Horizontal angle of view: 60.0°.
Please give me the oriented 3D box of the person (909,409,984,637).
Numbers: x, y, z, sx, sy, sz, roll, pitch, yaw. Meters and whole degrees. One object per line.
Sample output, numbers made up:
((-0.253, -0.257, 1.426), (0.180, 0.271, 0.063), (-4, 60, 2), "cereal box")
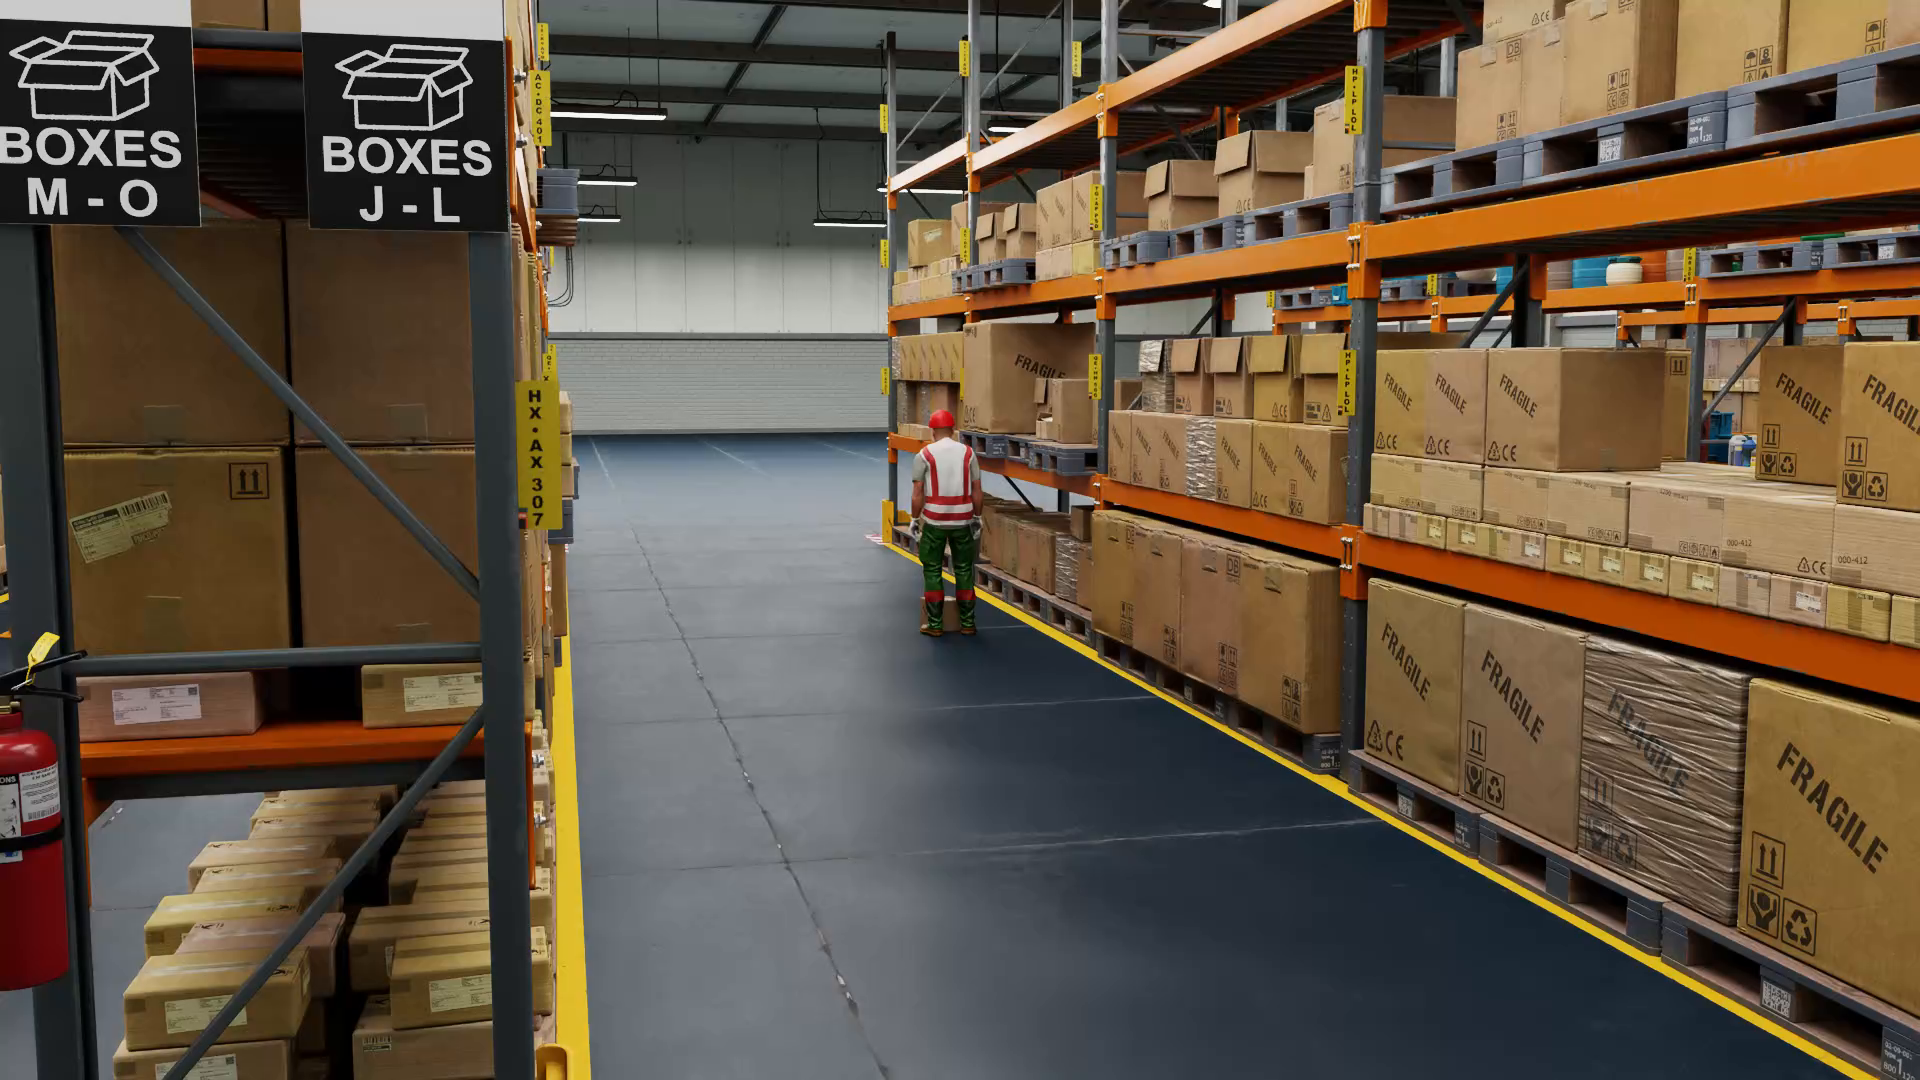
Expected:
((-0.105, -0.137, 13.126), (0.604, 1.778, 0.453), (-2, 6, -14), "person")
